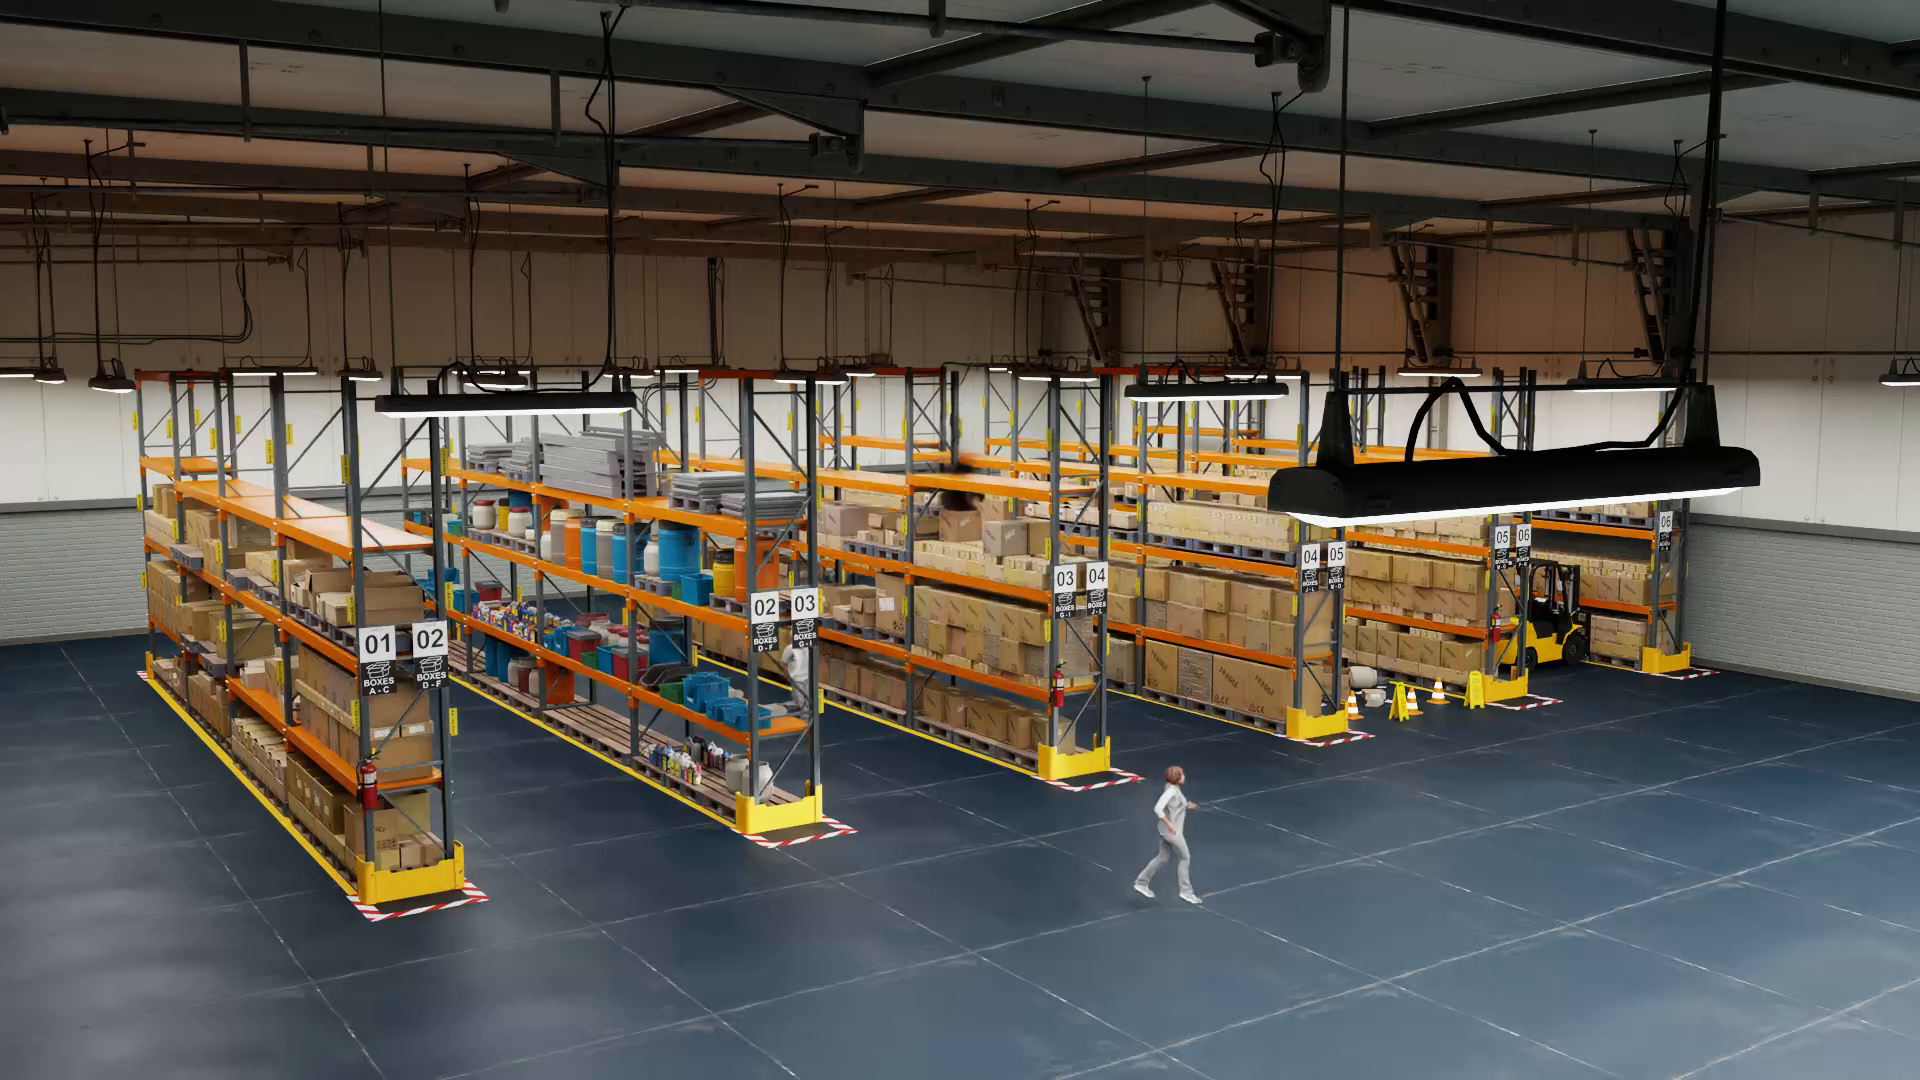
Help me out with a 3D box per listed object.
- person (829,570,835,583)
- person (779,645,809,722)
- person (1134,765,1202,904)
[{"bbox_3d":[-3.070,0.743,42.111,0.731,1.685,0.598,1,7,9],"label":"person"},{"bbox_3d":[-2.709,2.331,27.783,0.726,1.746,0.681,6,9,42],"label":"person"},{"bbox_3d":[2.389,3.430,19.134,0.792,1.534,0.519,-1,6,-6],"label":"person"}]
